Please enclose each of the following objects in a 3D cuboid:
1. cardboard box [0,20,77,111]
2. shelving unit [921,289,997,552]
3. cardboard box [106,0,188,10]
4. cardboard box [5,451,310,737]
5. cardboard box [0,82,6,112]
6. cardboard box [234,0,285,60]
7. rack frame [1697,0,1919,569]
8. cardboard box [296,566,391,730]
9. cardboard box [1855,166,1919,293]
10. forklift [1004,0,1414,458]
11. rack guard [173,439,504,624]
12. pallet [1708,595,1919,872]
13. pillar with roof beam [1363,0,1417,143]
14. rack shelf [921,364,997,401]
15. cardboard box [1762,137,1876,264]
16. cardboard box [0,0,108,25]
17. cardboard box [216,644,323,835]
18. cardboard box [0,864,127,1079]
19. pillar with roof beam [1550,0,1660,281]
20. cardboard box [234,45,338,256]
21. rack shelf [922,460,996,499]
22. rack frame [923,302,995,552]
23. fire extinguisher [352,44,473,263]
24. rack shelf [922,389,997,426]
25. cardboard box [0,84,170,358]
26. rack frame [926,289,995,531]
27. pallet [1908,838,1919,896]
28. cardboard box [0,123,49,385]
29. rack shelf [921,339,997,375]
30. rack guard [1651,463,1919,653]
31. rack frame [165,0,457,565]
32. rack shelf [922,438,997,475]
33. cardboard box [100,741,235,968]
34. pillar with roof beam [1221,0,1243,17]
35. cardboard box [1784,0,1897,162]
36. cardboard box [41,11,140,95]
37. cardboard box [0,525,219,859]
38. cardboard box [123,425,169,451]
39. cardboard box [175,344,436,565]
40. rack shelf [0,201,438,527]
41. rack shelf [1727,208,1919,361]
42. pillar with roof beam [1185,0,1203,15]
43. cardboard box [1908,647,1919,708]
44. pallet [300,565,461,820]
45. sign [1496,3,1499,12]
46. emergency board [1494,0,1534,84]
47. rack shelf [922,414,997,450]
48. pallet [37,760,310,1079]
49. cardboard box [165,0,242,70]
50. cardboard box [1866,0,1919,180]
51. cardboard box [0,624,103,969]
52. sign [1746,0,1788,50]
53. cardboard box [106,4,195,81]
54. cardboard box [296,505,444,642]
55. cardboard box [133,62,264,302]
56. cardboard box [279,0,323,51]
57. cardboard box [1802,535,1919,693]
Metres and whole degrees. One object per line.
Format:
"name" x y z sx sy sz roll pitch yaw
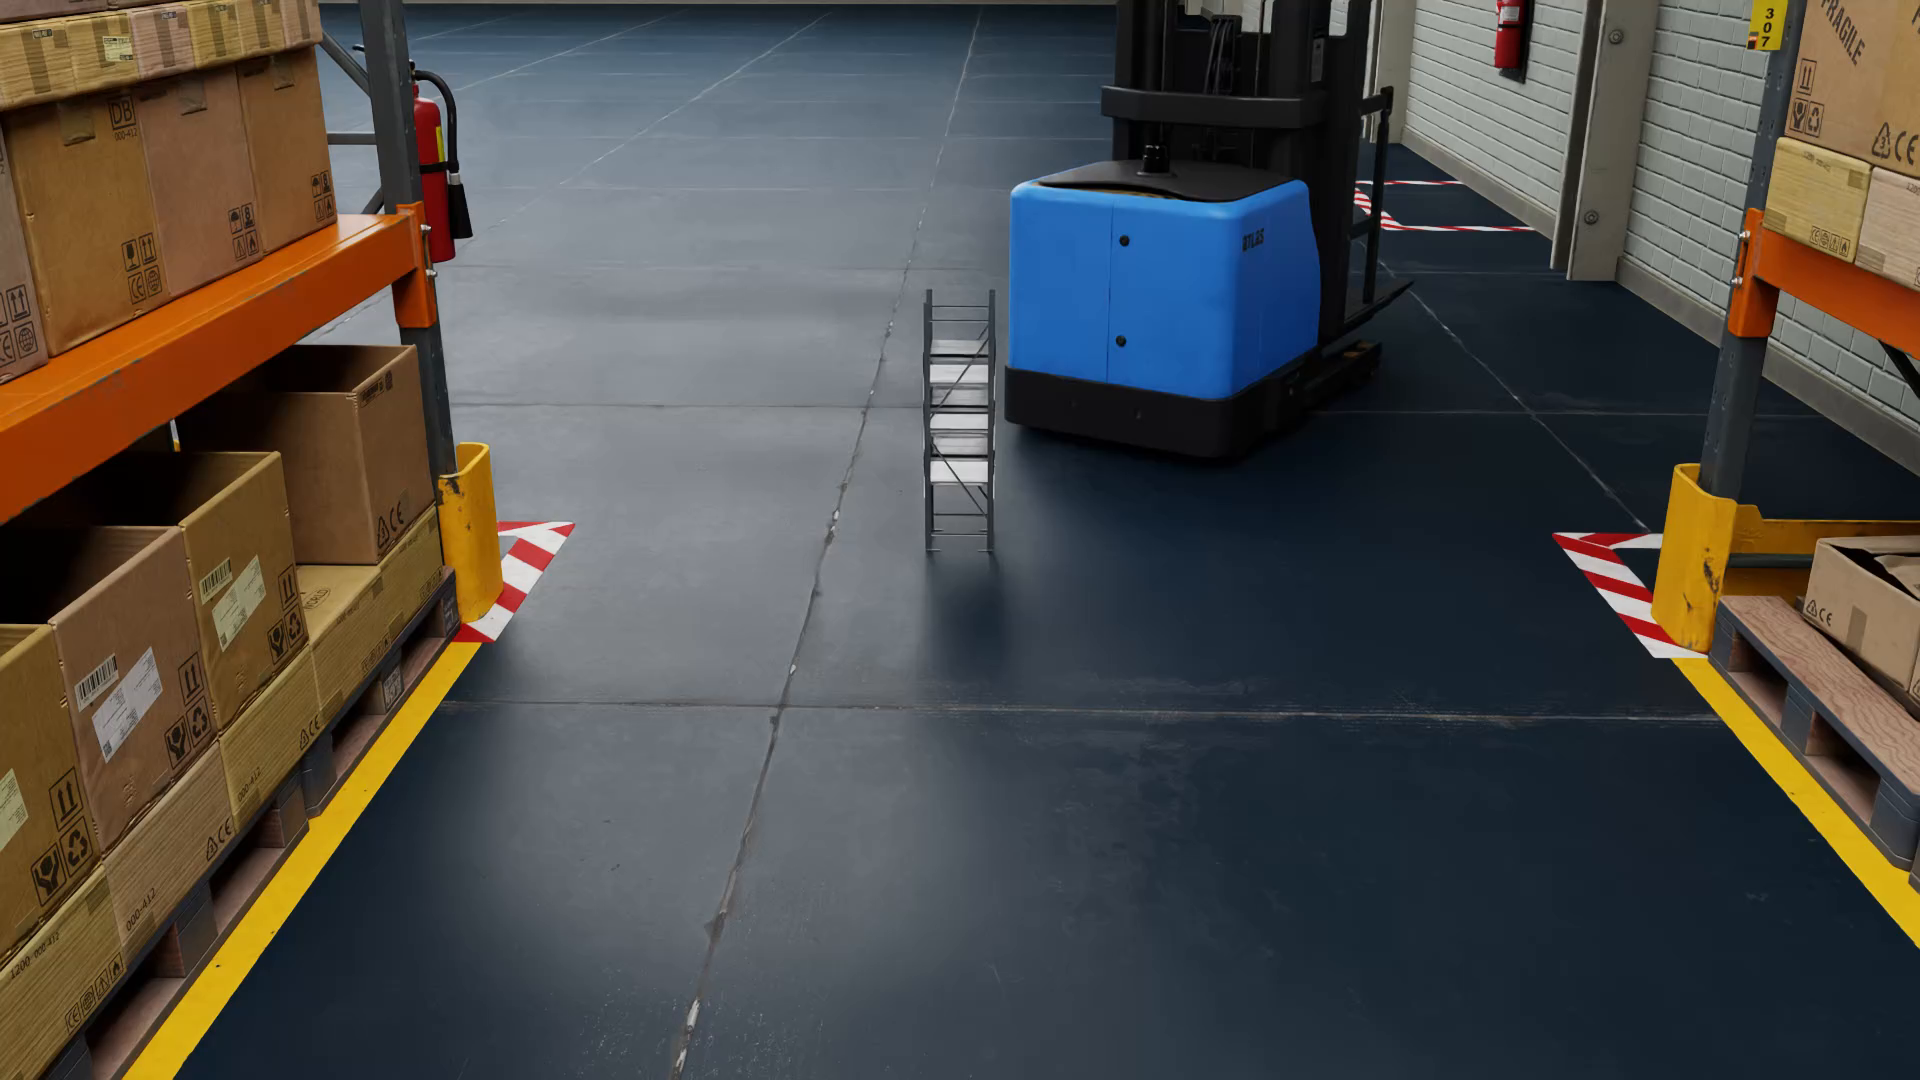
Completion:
"cardboard box" -1.983 -0.929 3.241 0.380 0.149 0.250 1 21 3
"shelving unit" 0.000 -0.417 5.859 0.258 0.900 0.210 1 21 2
"cardboard box" -2.163 -1.461 3.717 0.700 0.500 0.500 0 21 0
"cardboard box" -1.859 0.107 3.790 0.500 0.500 0.500 1 21 2
"cardboard box" -1.990 -0.836 3.002 0.380 0.149 0.250 0 21 1
"cardboard box" -1.952 -1.302 4.203 0.380 0.149 0.250 1 21 3
"rack frame" 2.827 -1.135 4.807 1.000 3.000 0.127 1 21 2
"cardboard box" -1.848 0.276 4.391 0.500 0.250 0.500 1 21 2
"cardboard box" 2.494 -0.713 3.901 0.500 0.250 0.500 0 21 0
"forklift" 1.395 -2.180 7.596 1.130 2.935 3.031 13 25 29
"rack guard" -2.123 -0.031 5.419 1.175 0.500 0.348 1 21 2
"pallet" 2.765 0.486 4.485 1.003 0.211 1.213 1 21 2
"pillar with roof beam" -0.267 -8.055 14.349 9.100 9.000 0.400 1 21 2
"rack shelf" 0.000 -0.553 5.806 0.258 0.077 0.200 1 21 2
"cardboard box" 2.495 -0.901 4.385 0.500 0.250 0.500 0 21 0
"cardboard box" -2.178 -1.279 3.247 0.700 0.500 0.500 1 21 2
"cardboard box" -1.862 0.457 3.925 0.500 0.250 0.500 1 21 2
"cardboard box" -1.888 0.819 2.993 0.500 0.250 0.500 1 21 2
"pillar with roof beam" -0.450 -5.886 8.758 9.100 9.000 0.400 1 21 2
"cardboard box" -2.151 -1.066 4.491 0.700 0.500 0.500 1 21 2
"rack shelf" 0.000 -0.218 5.936 0.258 0.077 0.200 1 21 2
"rack frame" -0.003 -0.380 5.764 0.240 0.900 0.006 1 21 2
"fire extinguisher" -1.656 -1.190 5.055 0.296 0.674 0.183 1 21 2
"rack shelf" 0.000 -0.469 5.838 0.258 0.077 0.200 1 21 2
"cardboard box" -2.183 -0.697 3.539 0.700 0.500 0.500 1 21 2
"rack frame" 0.003 -0.453 5.953 0.240 0.900 0.006 1 21 2
"pallet" 2.725 0.926 3.351 1.003 0.211 1.213 1 21 2
"cardboard box" -2.196 -0.506 3.049 0.700 0.500 0.500 1 21 3
"rack shelf" 0.000 -0.637 5.773 0.258 0.077 0.200 1 21 2
"rack guard" 2.825 0.058 5.189 1.175 0.500 0.348 1 21 2
"rack frame" -2.124 -1.188 4.944 1.000 3.000 0.127 1 21 2
"rack shelf" 0.000 -0.302 5.903 0.258 0.077 0.200 1 21 2
"cardboard box" -1.879 0.638 3.459 0.500 0.250 0.500 1 21 2
"pillar with roof beam" 0.098 -12.394 25.532 9.100 9.000 0.400 1 21 2
"cardboard box" 2.512 -1.255 4.259 0.500 0.500 0.500 1 21 2
"cardboard box" -1.977 -1.024 3.486 0.380 0.149 0.250 1 21 3
"cardboard box" -1.875 0.288 3.324 0.500 0.500 0.500 1 21 2
"cardboard box" -2.376 -0.079 4.271 0.500 0.500 0.500 1 21 2
"cardboard box" -1.843 -0.254 4.722 0.500 0.500 0.500 1 21 2
"rack shelf" -2.185 -0.130 3.211 1.077 0.370 4.000 1 21 2
"rack shelf" 2.767 -0.076 3.074 1.077 0.370 4.000 1 21 2
"pillar with roof beam" 0.280 -14.563 31.123 9.100 9.000 0.400 1 21 2
"cardboard box" 2.699 0.369 4.041 0.500 0.311 0.500 2 21 6
"pallet" -2.106 0.389 4.735 1.003 0.211 1.213 1 21 2
"sign" 4.086 -4.150 12.529 0.001 0.329 0.234 1 21 2
"emergency board" 3.966 -3.935 12.023 0.194 1.169 0.643 1 21 2
"rack shelf" 0.000 -0.386 5.871 0.258 0.077 0.200 1 21 2
"pallet" -2.145 0.829 3.601 1.003 0.211 1.213 1 21 2
"cardboard box" -1.960 -1.210 3.965 0.380 0.149 0.250 0 21 1
"cardboard box" 2.487 -1.076 3.798 0.500 0.500 0.500 1 21 2
"cardboard box" -1.889 0.469 2.858 0.500 0.500 0.500 1 21 2
"sign" 2.285 -1.544 4.666 0.100 0.325 0.005 1 21 2
"cardboard box" -1.969 -1.119 3.731 0.380 0.149 0.250 1 21 2
"cardboard box" -1.845 0.095 4.857 0.500 0.250 0.500 1 21 2
"cardboard box" -2.162 -0.876 4.002 0.700 0.500 0.500 1 21 3
"cardboard box" -1.945 -1.397 4.447 0.380 0.149 0.250 0 21 1
"cardboard box" 2.716 0.163 4.572 0.500 0.311 0.500 -2 21 -4
